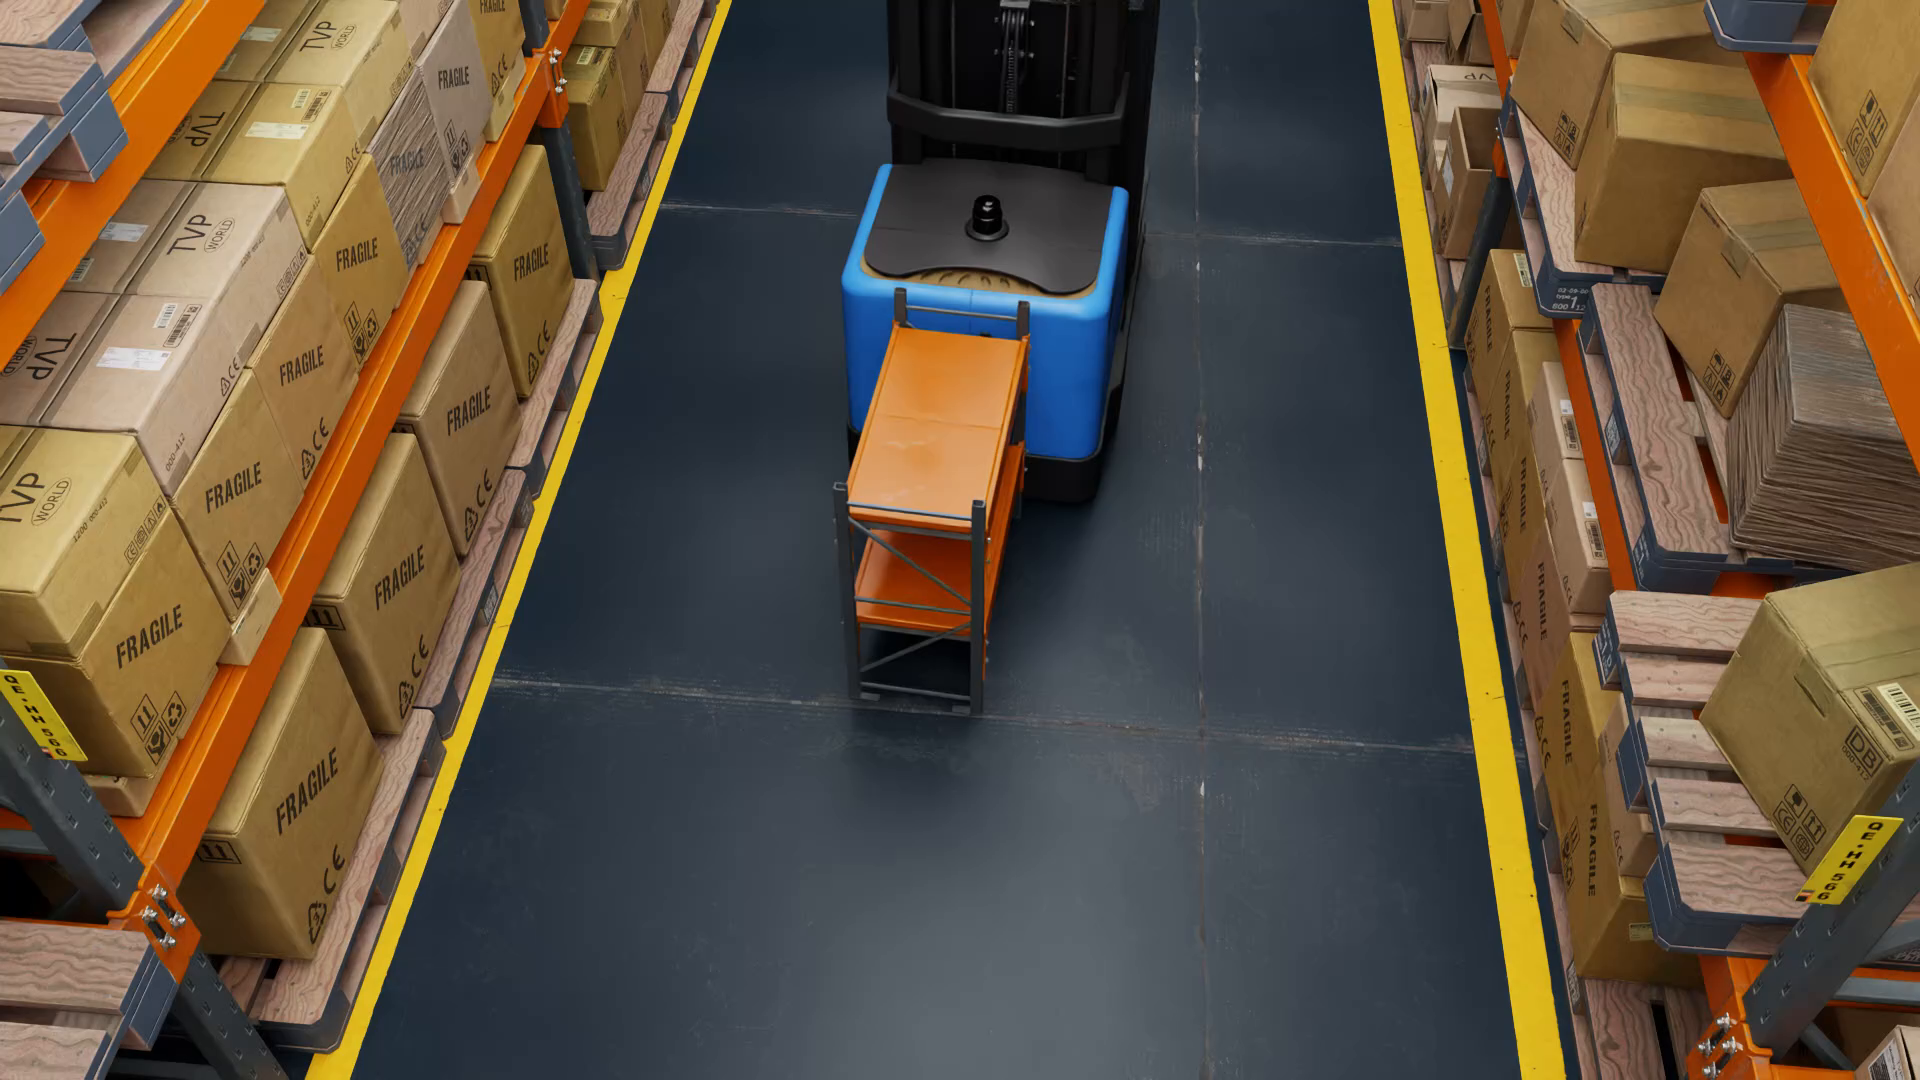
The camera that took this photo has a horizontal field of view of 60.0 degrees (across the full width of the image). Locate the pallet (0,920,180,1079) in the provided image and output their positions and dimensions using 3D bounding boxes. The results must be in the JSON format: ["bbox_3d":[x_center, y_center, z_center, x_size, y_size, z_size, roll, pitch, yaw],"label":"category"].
[{"bbox_3d":[-2.529,1.318,3.668,1.213,0.211,1.003,4,48,4],"label":"pallet"}]

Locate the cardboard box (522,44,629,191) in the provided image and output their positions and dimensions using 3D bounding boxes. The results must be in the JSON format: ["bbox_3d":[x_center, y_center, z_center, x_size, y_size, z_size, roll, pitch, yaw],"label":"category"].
[{"bbox_3d":[-2.035,-2.058,8.035,0.700,0.500,0.500,4,48,4],"label":"cardboard box"}]

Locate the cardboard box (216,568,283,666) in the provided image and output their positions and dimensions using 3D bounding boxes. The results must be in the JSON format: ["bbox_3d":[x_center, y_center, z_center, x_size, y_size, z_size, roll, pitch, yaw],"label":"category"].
[{"bbox_3d":[-2.169,0.200,4.717,0.380,0.149,0.250,5,48,5],"label":"cardboard box"}]

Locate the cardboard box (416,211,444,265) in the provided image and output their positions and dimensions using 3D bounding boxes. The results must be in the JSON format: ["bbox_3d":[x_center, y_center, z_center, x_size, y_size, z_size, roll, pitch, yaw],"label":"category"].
[{"bbox_3d":[-2.076,-1.124,5.928,0.380,0.149,0.250,4,48,4],"label":"cardboard box"}]

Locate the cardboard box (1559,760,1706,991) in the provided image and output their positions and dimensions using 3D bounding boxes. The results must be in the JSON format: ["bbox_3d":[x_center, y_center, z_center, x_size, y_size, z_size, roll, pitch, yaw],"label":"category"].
[{"bbox_3d":[2.215,1.045,5.183,0.500,0.500,0.500,6,48,5],"label":"cardboard box"}]

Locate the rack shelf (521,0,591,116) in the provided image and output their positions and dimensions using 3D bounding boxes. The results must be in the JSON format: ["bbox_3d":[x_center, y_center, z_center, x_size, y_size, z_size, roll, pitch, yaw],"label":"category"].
[{"bbox_3d":[-2.023,-3.444,8.380,1.077,0.370,4.000,4,48,4],"label":"rack shelf"}]

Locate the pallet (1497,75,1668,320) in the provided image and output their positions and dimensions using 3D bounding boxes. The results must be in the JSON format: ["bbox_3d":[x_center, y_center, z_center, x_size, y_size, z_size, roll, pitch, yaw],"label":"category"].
[{"bbox_3d":[2.546,-1.242,6.009,1.003,0.211,1.213,4,48,4],"label":"pallet"}]

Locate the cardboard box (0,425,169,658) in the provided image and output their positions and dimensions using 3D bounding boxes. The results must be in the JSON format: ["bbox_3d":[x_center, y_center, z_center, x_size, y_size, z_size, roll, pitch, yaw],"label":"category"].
[{"bbox_3d":[-2.269,-0.009,3.960,0.500,0.250,0.500,5,48,4],"label":"cardboard box"}]

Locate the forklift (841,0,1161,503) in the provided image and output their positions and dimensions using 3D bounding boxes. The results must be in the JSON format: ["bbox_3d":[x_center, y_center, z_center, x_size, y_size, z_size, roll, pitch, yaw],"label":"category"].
[{"bbox_3d":[0.291,-2.247,6.845,1.130,2.935,3.031,7,48,7],"label":"forklift"}]

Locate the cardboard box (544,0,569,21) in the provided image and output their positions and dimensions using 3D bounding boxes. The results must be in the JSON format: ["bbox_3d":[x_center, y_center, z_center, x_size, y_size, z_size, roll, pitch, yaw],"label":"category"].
[{"bbox_3d":[-2.140,-2.716,7.024,0.980,0.700,0.700,5,48,4],"label":"cardboard box"}]

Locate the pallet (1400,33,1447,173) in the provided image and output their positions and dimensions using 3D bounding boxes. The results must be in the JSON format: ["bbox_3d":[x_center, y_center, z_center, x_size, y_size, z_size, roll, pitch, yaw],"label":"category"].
[{"bbox_3d":[2.900,-2.349,8.781,1.003,0.211,1.213,4,48,4],"label":"pallet"}]

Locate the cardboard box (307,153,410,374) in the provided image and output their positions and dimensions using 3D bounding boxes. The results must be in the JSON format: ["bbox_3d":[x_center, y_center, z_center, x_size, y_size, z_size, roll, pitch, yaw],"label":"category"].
[{"bbox_3d":[-2.128,-0.890,5.274,0.500,0.500,0.500,5,48,5],"label":"cardboard box"}]

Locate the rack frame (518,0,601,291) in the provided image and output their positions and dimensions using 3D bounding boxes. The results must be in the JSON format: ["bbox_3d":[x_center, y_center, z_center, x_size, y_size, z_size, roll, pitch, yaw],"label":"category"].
[{"bbox_3d":[-2.206,-2.217,6.771,1.000,3.000,0.127,4,48,4],"label":"rack frame"}]

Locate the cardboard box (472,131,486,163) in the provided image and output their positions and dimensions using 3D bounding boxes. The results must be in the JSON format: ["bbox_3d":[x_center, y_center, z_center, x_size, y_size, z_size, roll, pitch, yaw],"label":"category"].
[{"bbox_3d":[-2.023,-1.497,6.269,0.380,0.149,0.250,5,48,5],"label":"cardboard box"}]

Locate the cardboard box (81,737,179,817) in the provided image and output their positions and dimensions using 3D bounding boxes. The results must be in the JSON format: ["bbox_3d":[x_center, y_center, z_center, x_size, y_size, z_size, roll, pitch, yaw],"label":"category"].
[{"bbox_3d":[-2.310,0.574,4.375,0.380,0.149,0.250,3,48,3],"label":"cardboard box"}]

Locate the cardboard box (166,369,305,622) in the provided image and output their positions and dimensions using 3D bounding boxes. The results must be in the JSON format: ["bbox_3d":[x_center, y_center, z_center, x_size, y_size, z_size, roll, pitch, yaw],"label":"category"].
[{"bbox_3d":[-2.214,-0.142,4.591,0.500,0.500,0.500,5,48,5],"label":"cardboard box"}]

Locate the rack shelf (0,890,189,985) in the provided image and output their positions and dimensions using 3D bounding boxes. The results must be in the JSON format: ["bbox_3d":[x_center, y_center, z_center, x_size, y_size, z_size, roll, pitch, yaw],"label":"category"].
[{"bbox_3d":[-2.753,2.435,3.004,1.077,0.370,4.000,4,48,4],"label":"rack shelf"}]

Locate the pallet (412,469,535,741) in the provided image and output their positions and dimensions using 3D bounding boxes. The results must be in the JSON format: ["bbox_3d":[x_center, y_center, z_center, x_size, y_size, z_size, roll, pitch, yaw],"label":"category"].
[{"bbox_3d":[-2.310,0.195,6.454,1.003,0.211,1.213,4,48,4],"label":"pallet"}]

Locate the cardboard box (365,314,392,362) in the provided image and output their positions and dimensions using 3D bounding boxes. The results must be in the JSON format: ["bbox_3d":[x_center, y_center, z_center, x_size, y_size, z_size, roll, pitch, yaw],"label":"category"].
[{"bbox_3d":[-2.150,-0.746,5.583,0.380,0.149,0.250,5,48,5],"label":"cardboard box"}]

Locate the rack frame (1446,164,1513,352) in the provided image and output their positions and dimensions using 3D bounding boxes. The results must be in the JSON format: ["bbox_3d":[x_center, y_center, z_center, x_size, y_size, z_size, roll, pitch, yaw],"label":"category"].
[{"bbox_3d":[2.728,-1.887,6.469,1.000,3.000,0.127,4,48,4],"label":"rack frame"}]

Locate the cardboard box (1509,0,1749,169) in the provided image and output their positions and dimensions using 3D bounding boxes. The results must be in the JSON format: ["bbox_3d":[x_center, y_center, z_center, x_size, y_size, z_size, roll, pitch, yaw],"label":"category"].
[{"bbox_3d":[2.462,-1.729,5.972,0.700,0.500,0.500,-11,48,-10],"label":"cardboard box"}]

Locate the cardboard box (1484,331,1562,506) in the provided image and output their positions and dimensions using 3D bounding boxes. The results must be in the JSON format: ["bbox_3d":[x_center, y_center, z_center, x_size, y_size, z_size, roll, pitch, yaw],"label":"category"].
[{"bbox_3d":[2.403,-0.460,6.559,0.500,0.500,0.500,4,48,4],"label":"cardboard box"}]

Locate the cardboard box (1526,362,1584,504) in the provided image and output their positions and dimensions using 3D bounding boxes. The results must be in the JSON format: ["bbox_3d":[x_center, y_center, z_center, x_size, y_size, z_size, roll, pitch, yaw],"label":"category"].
[{"bbox_3d":[2.350,-0.371,5.970,0.500,0.250,0.500,4,48,4],"label":"cardboard box"}]

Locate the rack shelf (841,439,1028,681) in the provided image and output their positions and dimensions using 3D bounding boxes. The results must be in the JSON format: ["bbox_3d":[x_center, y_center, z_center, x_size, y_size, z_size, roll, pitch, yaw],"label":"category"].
[{"bbox_3d":[-0.079,0.028,6.320,0.538,0.278,1.000,7,48,7],"label":"rack shelf"}]

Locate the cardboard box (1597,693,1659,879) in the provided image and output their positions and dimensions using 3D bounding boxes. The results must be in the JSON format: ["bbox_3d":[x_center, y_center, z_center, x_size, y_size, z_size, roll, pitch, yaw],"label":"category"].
[{"bbox_3d":[2.216,0.750,4.945,0.500,0.250,0.500,6,48,5],"label":"cardboard box"}]

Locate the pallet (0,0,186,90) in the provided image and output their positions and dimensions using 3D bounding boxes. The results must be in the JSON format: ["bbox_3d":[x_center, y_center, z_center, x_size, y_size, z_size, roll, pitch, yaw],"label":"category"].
[{"bbox_3d":[-2.465,-1.525,4.233,1.003,0.211,1.213,6,48,5],"label":"pallet"}]

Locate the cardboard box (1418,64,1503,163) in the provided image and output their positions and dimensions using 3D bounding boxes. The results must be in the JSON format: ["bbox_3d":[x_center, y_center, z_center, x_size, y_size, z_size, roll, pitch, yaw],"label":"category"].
[{"bbox_3d":[2.566,-2.116,8.203,0.500,0.311,0.500,4,48,4],"label":"cardboard box"}]

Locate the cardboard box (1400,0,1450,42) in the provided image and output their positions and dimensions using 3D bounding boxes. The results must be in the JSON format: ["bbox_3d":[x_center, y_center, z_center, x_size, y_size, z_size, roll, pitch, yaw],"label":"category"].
[{"bbox_3d":[2.669,-2.931,8.989,0.500,0.250,0.500,4,48,4],"label":"cardboard box"}]

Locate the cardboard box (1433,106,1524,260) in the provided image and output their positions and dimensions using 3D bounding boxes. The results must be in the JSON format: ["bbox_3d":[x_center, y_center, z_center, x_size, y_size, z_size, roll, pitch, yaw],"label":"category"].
[{"bbox_3d":[2.497,-1.629,7.629,0.500,0.500,0.500,4,48,4],"label":"cardboard box"}]

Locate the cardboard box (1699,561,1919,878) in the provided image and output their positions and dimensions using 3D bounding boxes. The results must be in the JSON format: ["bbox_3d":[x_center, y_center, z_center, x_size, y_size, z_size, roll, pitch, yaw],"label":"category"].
[{"bbox_3d":[2.308,0.407,4.019,0.700,0.500,0.500,-11,48,-10],"label":"cardboard box"}]

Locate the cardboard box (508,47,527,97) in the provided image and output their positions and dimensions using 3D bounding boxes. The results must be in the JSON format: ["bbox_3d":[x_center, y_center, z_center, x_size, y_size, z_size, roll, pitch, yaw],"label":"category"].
[{"bbox_3d":[-1.955,-1.871,6.612,0.380,0.149,0.250,4,48,4],"label":"cardboard box"}]

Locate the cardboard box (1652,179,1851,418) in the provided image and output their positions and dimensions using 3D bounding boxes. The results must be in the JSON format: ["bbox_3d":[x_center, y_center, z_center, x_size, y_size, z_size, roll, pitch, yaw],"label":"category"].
[{"bbox_3d":[2.628,-0.760,5.086,0.700,0.500,0.500,-7,48,-6],"label":"cardboard box"}]

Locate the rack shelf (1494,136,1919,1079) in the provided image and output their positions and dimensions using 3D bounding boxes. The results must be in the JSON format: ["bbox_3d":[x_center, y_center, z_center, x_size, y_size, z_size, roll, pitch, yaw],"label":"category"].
[{"bbox_3d":[2.545,-0.174,5.390,1.077,0.370,4.000,4,48,4],"label":"rack shelf"}]

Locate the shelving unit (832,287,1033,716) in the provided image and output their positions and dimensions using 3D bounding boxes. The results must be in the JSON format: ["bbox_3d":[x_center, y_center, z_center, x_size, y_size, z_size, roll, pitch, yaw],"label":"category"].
[{"bbox_3d":[-0.079,-0.137,6.139,0.538,1.125,1.048,7,48,7],"label":"shelving unit"}]

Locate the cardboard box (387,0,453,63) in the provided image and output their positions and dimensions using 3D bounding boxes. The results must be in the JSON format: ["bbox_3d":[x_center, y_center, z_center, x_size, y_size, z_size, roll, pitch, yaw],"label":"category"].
[{"bbox_3d":[-2.050,-1.875,5.667,0.500,0.250,0.500,5,48,4],"label":"cardboard box"}]

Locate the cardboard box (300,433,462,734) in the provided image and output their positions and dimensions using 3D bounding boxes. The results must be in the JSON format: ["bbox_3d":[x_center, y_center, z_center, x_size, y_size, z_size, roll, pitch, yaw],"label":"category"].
[{"bbox_3d":[-2.286,0.131,5.795,0.750,0.750,0.750,4,48,3],"label":"cardboard box"}]

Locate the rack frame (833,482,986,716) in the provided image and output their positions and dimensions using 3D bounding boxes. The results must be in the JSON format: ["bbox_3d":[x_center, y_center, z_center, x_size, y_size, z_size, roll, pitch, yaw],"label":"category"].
[{"bbox_3d":[-0.165,0.232,5.801,0.500,1.125,0.032,7,48,7],"label":"rack frame"}]

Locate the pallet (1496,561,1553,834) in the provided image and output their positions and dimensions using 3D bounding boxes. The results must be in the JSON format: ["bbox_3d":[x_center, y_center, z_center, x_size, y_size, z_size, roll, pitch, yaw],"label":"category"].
[{"bbox_3d":[2.583,0.554,6.126,1.003,0.211,1.213,4,48,4],"label":"pallet"}]

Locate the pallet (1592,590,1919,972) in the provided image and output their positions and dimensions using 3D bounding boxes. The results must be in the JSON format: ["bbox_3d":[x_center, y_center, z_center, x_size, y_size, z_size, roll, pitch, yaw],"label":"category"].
[{"bbox_3d":[2.355,0.615,4.311,1.213,0.211,1.003,4,48,4],"label":"pallet"}]

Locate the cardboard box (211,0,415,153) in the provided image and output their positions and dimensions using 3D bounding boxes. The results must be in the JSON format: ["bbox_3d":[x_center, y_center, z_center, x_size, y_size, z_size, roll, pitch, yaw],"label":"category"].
[{"bbox_3d":[-2.096,-1.501,5.325,0.500,0.250,0.500,5,48,4],"label":"cardboard box"}]

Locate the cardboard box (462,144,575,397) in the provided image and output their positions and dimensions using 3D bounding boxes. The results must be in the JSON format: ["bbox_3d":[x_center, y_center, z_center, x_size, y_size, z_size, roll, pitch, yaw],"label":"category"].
[{"bbox_3d":[-2.135,-1.147,6.964,0.750,0.750,0.750,4,48,4],"label":"cardboard box"}]

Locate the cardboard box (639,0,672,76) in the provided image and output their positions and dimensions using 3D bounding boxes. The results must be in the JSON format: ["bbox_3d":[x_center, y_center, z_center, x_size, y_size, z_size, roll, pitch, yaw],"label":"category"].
[{"bbox_3d":[-1.937,-2.804,8.717,0.700,0.500,0.500,5,48,4],"label":"cardboard box"}]

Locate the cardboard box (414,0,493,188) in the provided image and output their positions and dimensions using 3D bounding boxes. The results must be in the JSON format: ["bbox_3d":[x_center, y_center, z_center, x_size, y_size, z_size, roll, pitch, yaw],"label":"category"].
[{"bbox_3d":[-2.033,-1.626,5.948,0.500,0.500,0.500,4,48,4],"label":"cardboard box"}]

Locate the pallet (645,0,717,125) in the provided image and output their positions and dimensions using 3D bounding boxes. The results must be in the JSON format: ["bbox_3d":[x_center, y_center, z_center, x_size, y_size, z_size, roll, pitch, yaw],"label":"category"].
[{"bbox_3d":[-1.950,-2.728,9.128,1.003,0.211,1.213,4,48,4],"label":"pallet"}]

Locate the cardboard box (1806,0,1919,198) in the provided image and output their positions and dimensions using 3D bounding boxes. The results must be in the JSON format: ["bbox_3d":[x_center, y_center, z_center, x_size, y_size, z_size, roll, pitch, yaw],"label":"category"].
[{"bbox_3d":[2.463,-1.073,3.624,0.910,0.500,0.500,4,48,4],"label":"cardboard box"}]

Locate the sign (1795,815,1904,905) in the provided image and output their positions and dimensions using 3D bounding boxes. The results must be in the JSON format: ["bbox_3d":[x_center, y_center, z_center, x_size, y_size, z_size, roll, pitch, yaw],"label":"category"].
[{"bbox_3d":[1.822,0.659,3.409,0.100,0.325,0.005,4,48,4],"label":"sign"}]

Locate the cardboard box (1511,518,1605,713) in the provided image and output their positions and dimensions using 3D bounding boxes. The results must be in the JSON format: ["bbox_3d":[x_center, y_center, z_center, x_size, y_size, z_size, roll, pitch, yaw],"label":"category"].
[{"bbox_3d":[2.304,0.279,5.884,0.500,0.500,0.500,2,48,2],"label":"cardboard box"}]

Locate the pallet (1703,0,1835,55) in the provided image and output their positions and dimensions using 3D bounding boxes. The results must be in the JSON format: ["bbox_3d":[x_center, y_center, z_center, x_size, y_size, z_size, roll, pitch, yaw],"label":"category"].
[{"bbox_3d":[2.507,-1.599,4.300,1.213,0.211,1.003,4,48,4],"label":"pallet"}]
